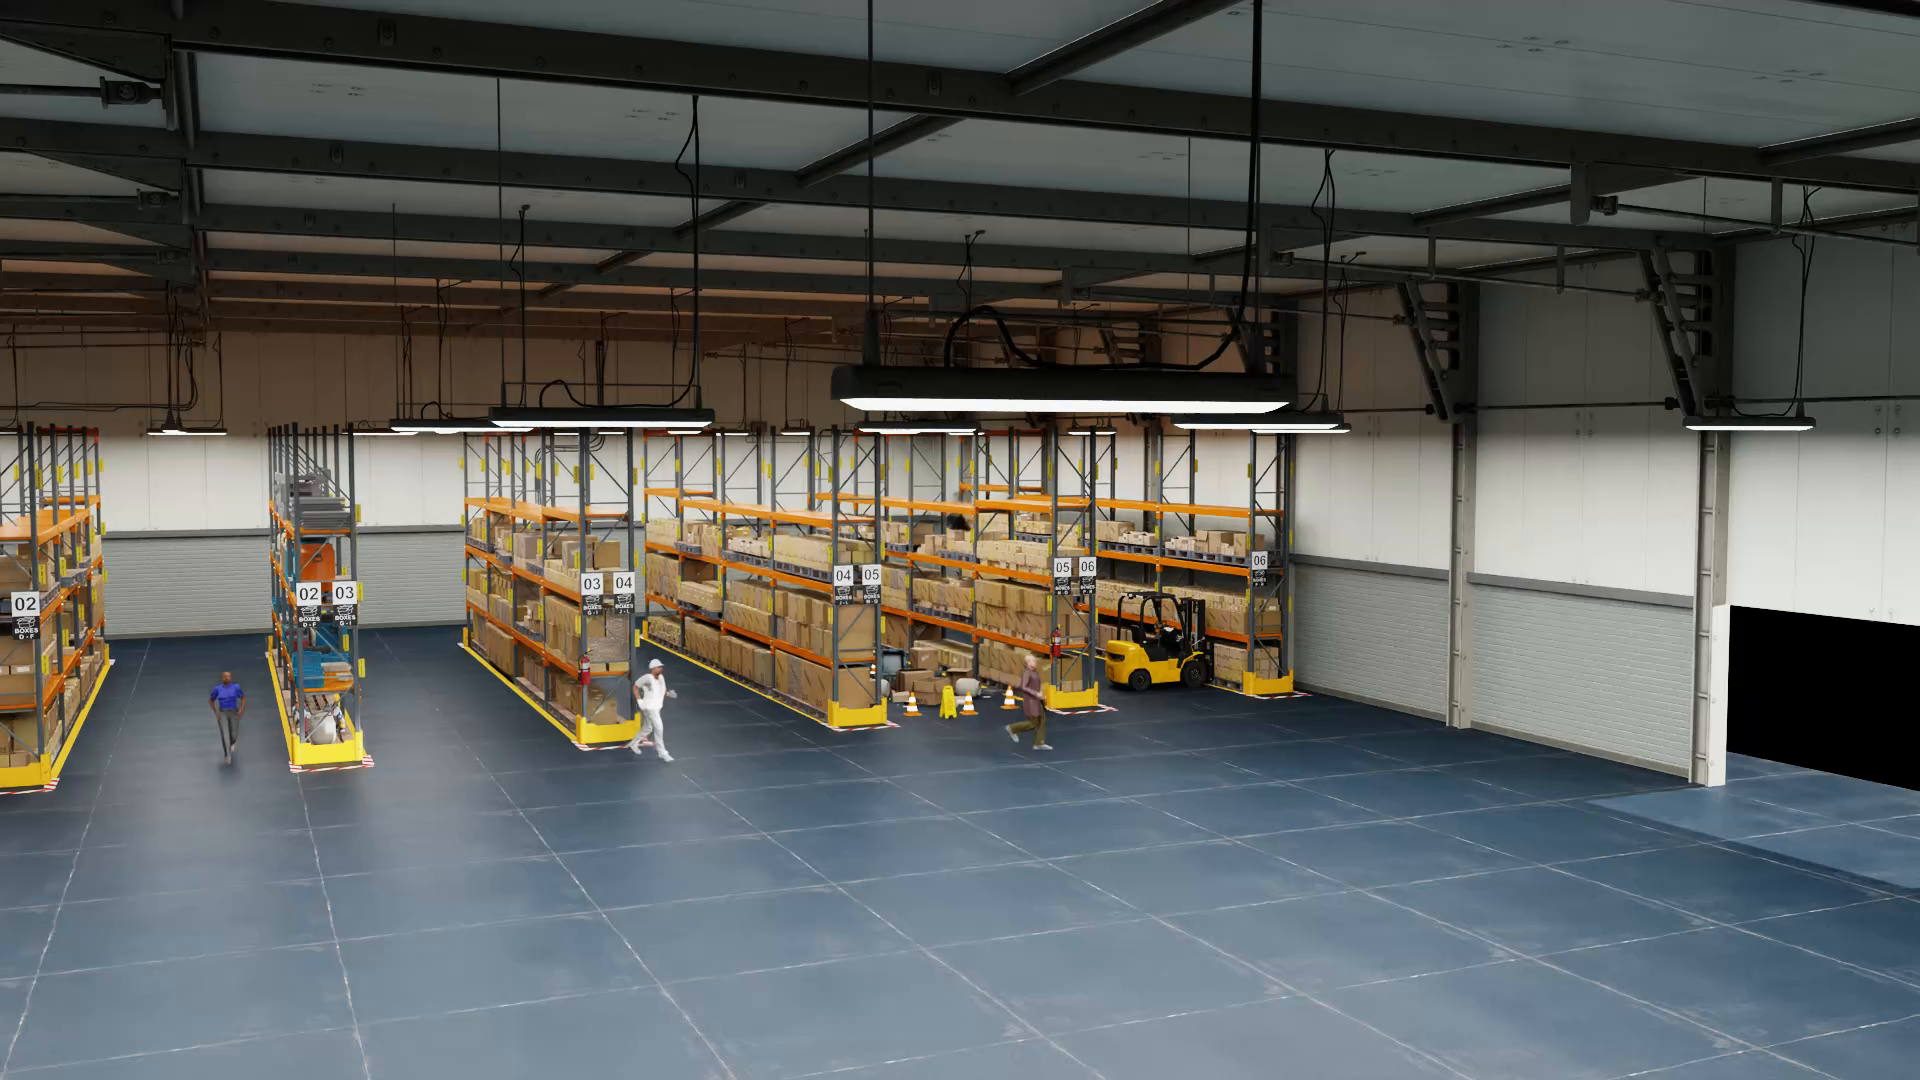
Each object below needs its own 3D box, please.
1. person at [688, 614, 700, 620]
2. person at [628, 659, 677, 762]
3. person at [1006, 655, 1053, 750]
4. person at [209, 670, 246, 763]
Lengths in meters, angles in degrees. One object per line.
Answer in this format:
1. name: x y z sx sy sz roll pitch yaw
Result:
1. person: -7.870 1.858 49.608 0.576 1.659 0.560 -2 4 -31
2. person: -5.521 3.018 29.678 0.974 1.802 0.626 1 4 17
3. person: 1.289 2.983 30.547 0.875 1.748 0.708 1 4 16
4. person: -13.029 3.126 29.580 0.599 1.619 0.660 -2 4 -27
